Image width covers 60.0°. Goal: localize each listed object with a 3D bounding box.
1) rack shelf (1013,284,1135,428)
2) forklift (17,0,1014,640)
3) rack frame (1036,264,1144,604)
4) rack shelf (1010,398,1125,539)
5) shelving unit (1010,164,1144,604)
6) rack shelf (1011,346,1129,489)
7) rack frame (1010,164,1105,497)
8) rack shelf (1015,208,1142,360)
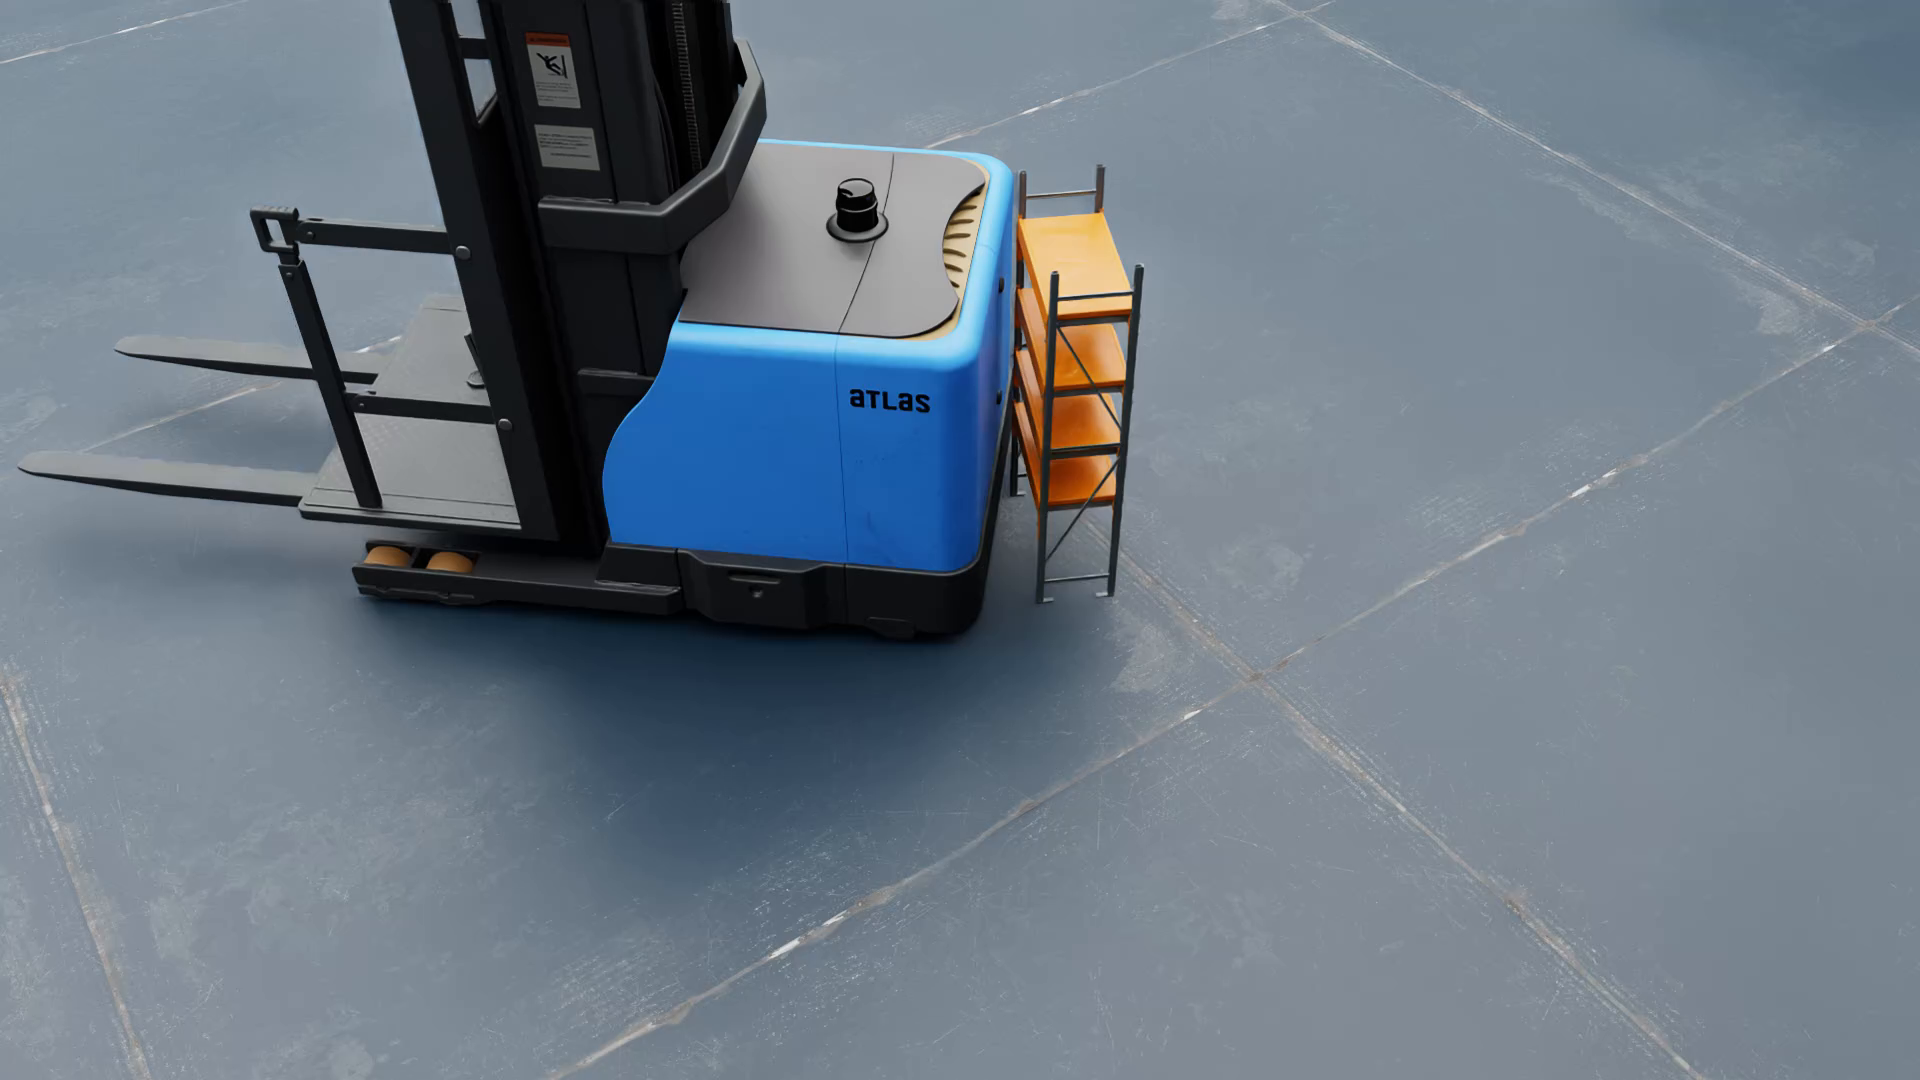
[{"bbox_3d":[0.316,-0.536,4.716,0.258,0.148,0.480,-6,44,-6],"label":"rack shelf"},{"bbox_3d":[-1.387,-1.219,4.404,3.031,2.935,1.130,5,44,5],"label":"forklift"},{"bbox_3d":[0.350,-0.256,4.650,0.240,1.200,0.015,-6,44,-6],"label":"rack frame"},{"bbox_3d":[0.316,-0.231,5.008,0.258,0.148,0.480,-6,44,-6],"label":"rack shelf"},{"bbox_3d":[0.316,-0.423,4.824,0.258,1.200,0.503,-6,44,-6],"label":"shelving unit"},{"bbox_3d":[0.316,-0.375,4.871,0.258,0.148,0.480,-6,44,-6],"label":"rack shelf"},{"bbox_3d":[0.282,-0.590,4.999,0.240,1.200,0.015,-6,44,-6],"label":"rack frame"},{"bbox_3d":[0.316,-0.708,4.553,0.258,0.148,0.480,-6,44,-6],"label":"rack shelf"}]
